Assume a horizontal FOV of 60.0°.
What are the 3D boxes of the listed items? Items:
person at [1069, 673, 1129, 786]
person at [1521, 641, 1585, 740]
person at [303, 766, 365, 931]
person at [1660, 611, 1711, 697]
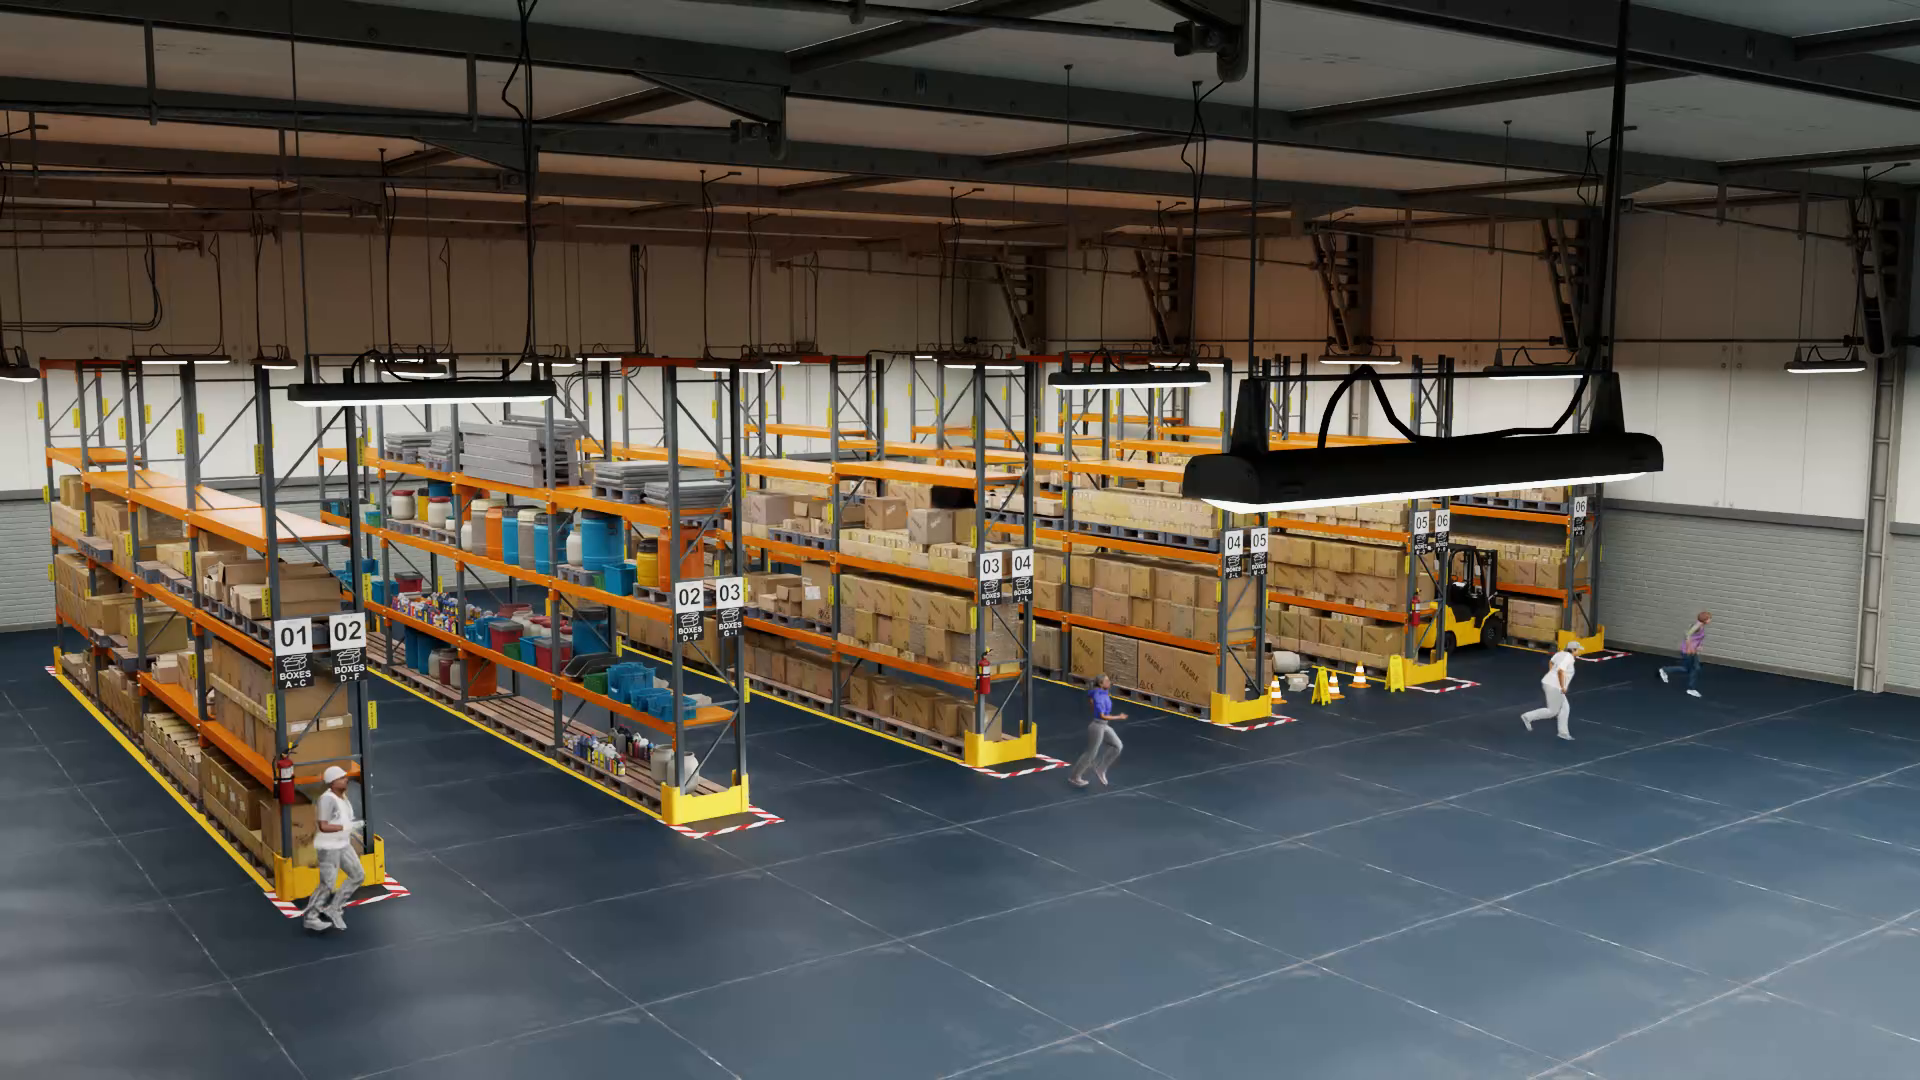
[{"bbox_3d":[1.983,2.684,23.589,0.841,1.630,0.588,2,7,15],"label":"person"},{"bbox_3d":[9.415,2.399,26.454,0.964,1.625,0.590,0,7,1],"label":"person"},{"bbox_3d":[-6.695,3.323,17.923,0.693,1.792,0.681,0,7,2],"label":"person"},{"bbox_3d":[13.012,2.018,29.846,0.810,1.546,0.539,4,8,30],"label":"person"}]
